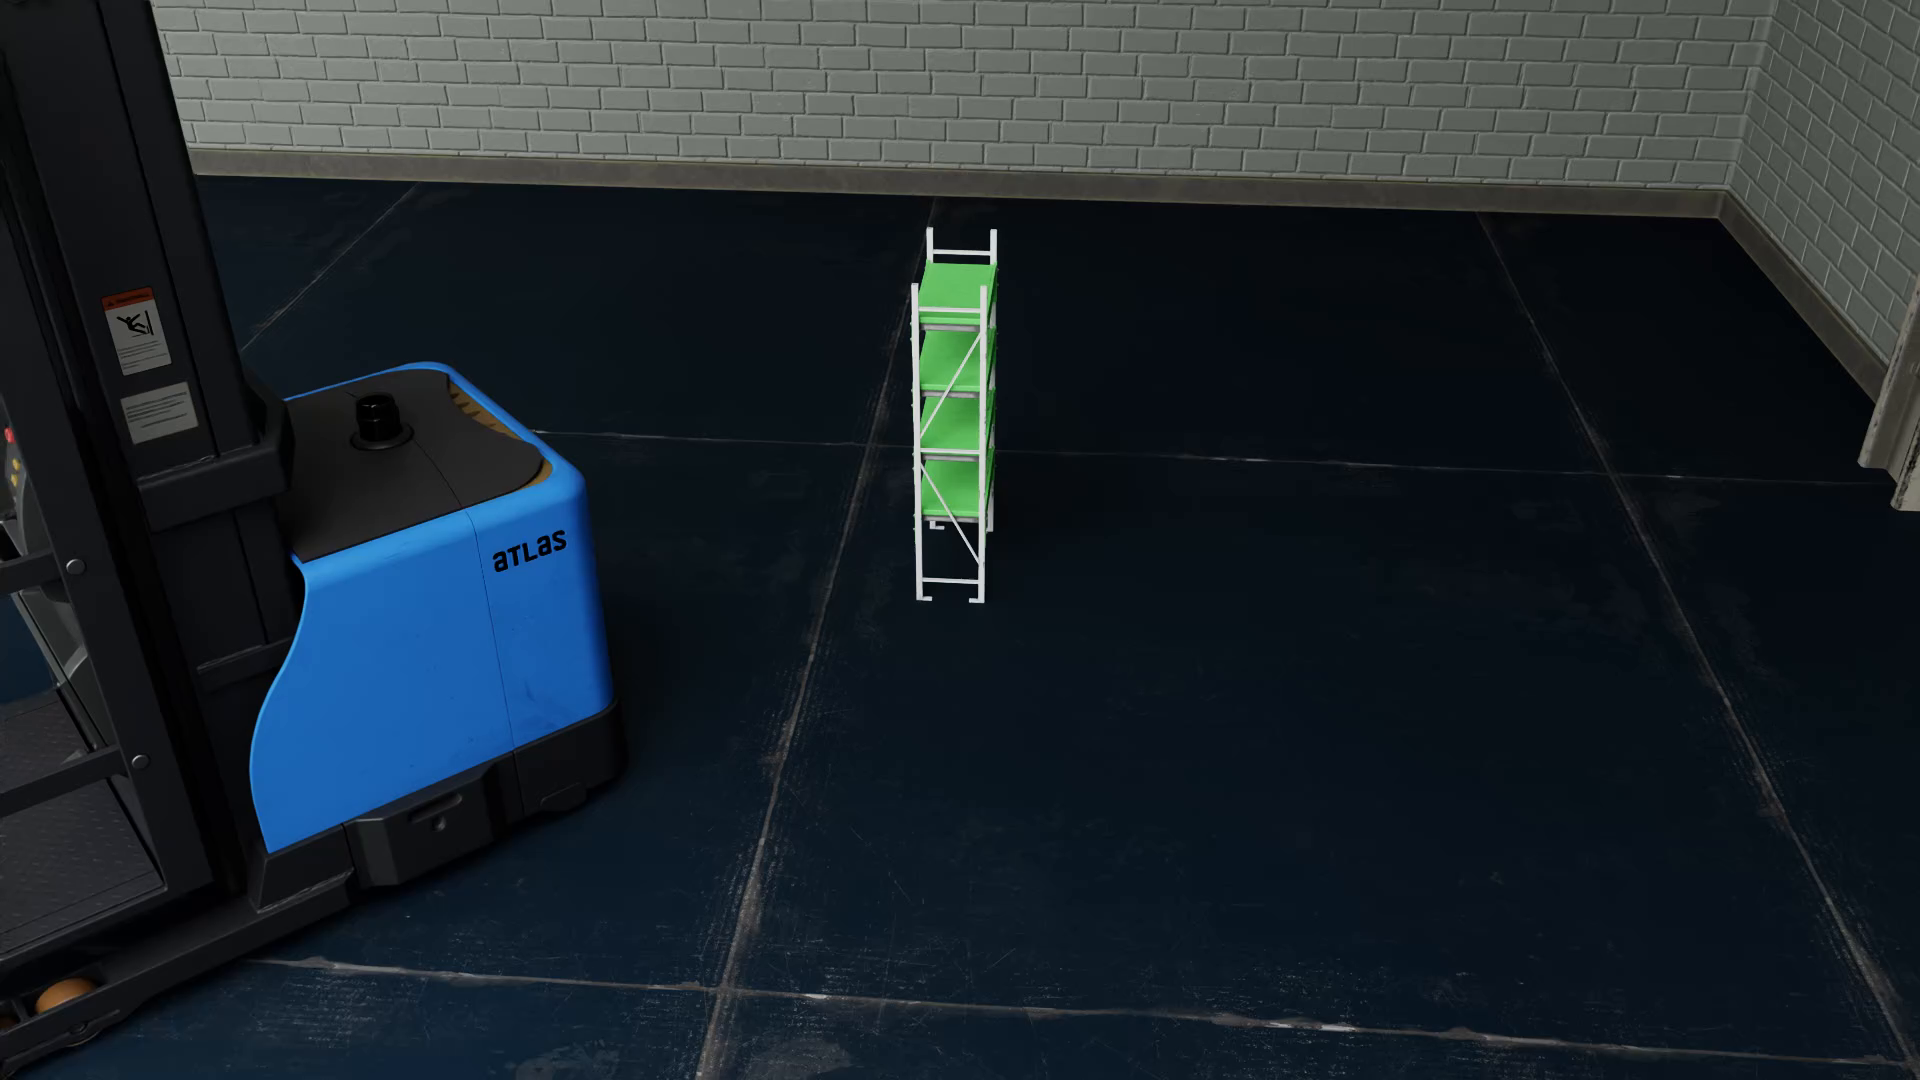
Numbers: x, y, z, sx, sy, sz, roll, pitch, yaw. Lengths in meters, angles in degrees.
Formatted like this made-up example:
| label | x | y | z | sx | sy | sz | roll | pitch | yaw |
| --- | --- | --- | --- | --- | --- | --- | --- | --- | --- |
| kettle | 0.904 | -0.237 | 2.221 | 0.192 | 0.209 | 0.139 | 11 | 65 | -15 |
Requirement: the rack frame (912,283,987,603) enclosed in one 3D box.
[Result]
| label | x | y | z | sx | sy | sz | roll | pitch | yaw |
| --- | --- | --- | --- | --- | --- | --- | --- | --- | --- |
| rack frame | -0.033 | -0.297 | 5.588 | 0.240 | 1.200 | 0.015 | 2 | 32 | 4 |

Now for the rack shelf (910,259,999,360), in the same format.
| label | x | y | z | sx | sy | sz | roll | pitch | yaw |
| --- | --- | --- | --- | --- | --- | --- | --- | --- | --- |
| rack shelf | -0.014 | -0.778 | 5.576 | 0.258 | 0.148 | 0.480 | 2 | 32 | 4 |

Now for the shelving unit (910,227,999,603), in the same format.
| label | x | y | z | sx | sy | sz | roll | pitch | yaw |
| --- | --- | --- | --- | --- | --- | --- | --- | --- | --- |
| shelving unit | -0.013 | -0.424 | 5.795 | 0.258 | 1.200 | 0.503 | 2 | 32 | 4 |

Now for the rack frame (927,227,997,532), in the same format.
| label | x | y | z | sx | sy | sz | roll | pitch | yaw |
| --- | --- | --- | --- | --- | --- | --- | --- | --- | --- |
| rack frame | 0.006 | -0.552 | 6.002 | 0.240 | 1.200 | 0.015 | 2 | 32 | 4 |

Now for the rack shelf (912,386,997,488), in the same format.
| label | x | y | z | sx | sy | sz | roll | pitch | yaw |
| --- | --- | --- | --- | --- | --- | --- | --- | --- | --- |
| rack shelf | -0.013 | -0.370 | 5.828 | 0.258 | 0.148 | 0.480 | 2 | 32 | 4 |

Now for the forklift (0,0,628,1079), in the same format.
| label | x | y | z | sx | sy | sz | roll | pitch | yaw |
| --- | --- | --- | --- | --- | --- | --- | --- | --- | --- |
| forklift | -2.472 | -0.226 | 3.823 | 3.031 | 2.935 | 1.130 | -23 | 38 | -32 |

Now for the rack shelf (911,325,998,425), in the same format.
| label | x | y | z | sx | sy | sz | roll | pitch | yaw |
| --- | --- | --- | --- | --- | --- | --- | --- | --- | --- |
| rack shelf | -0.014 | -0.574 | 5.702 | 0.258 | 0.148 | 0.480 | 2 | 32 | 4 |

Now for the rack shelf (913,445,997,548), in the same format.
| label | x | y | z | sx | sy | sz | roll | pitch | yaw |
| --- | --- | --- | --- | --- | --- | --- | --- | --- | --- |
| rack shelf | -0.013 | -0.166 | 5.954 | 0.258 | 0.148 | 0.480 | 2 | 32 | 4 |
